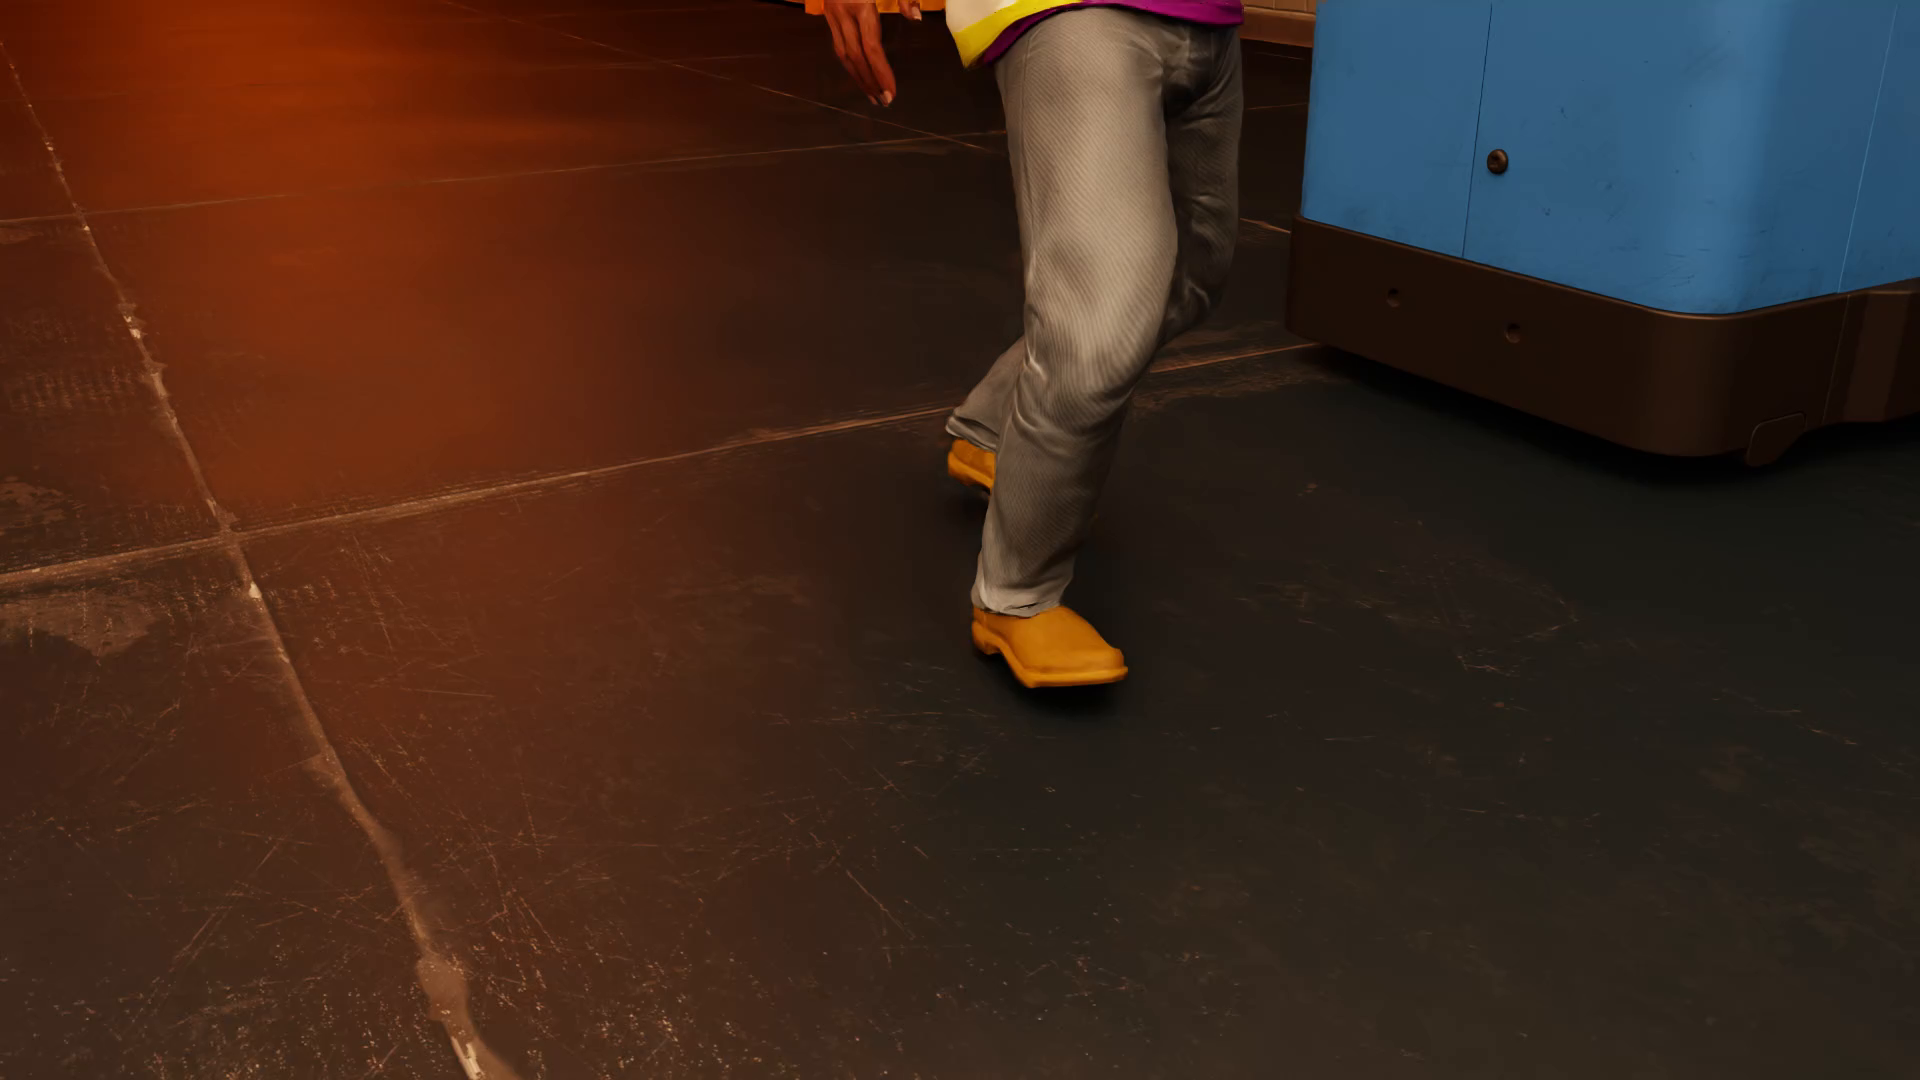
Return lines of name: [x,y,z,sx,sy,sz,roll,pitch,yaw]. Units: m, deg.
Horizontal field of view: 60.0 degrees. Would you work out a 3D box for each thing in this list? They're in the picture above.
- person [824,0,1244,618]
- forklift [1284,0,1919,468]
person: [0.154,-0.645,1.980,0.871,1.544,0.863,14,26,31]
forklift: [2.224,-1.875,3.344,3.031,2.935,1.130,-13,25,-28]
